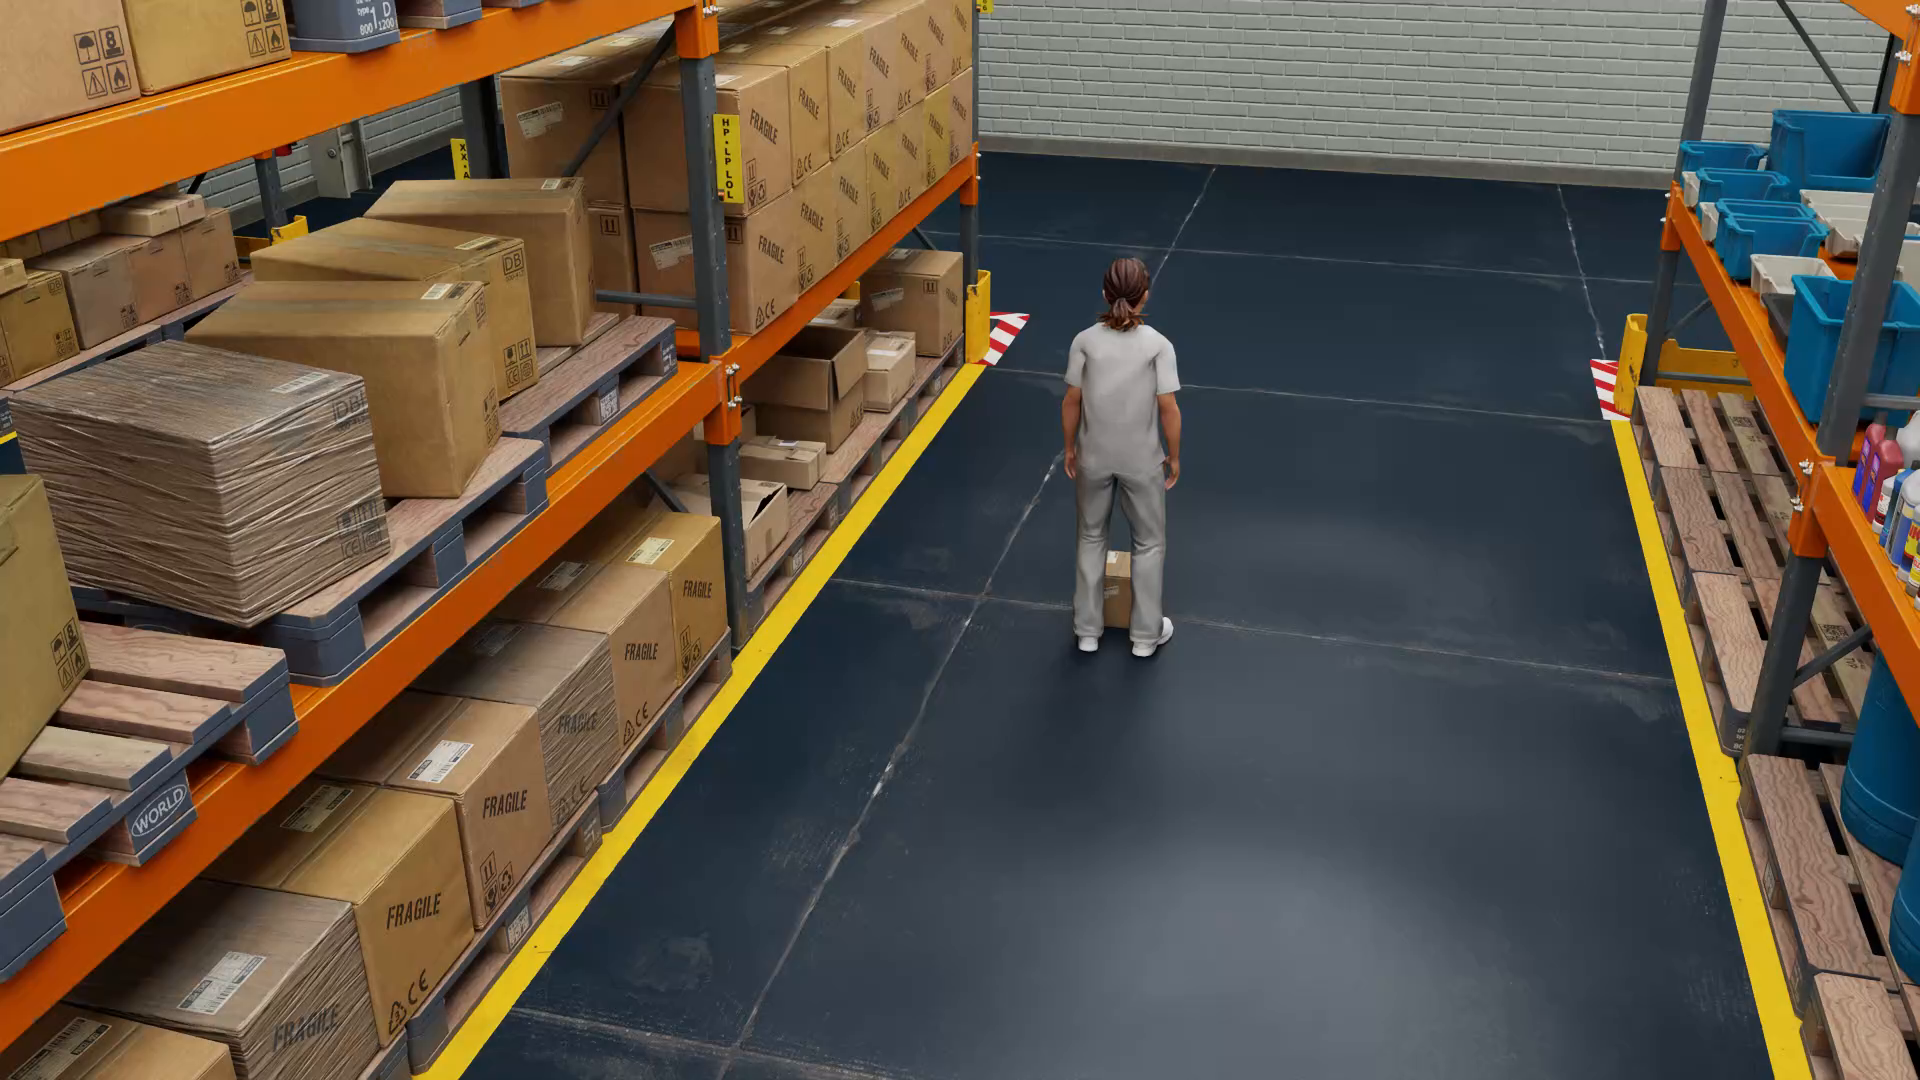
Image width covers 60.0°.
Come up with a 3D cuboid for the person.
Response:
[{"bbox_3d":[0.654,-0.322,6.788,0.486,1.673,0.357,7,26,13],"label":"person"}]
